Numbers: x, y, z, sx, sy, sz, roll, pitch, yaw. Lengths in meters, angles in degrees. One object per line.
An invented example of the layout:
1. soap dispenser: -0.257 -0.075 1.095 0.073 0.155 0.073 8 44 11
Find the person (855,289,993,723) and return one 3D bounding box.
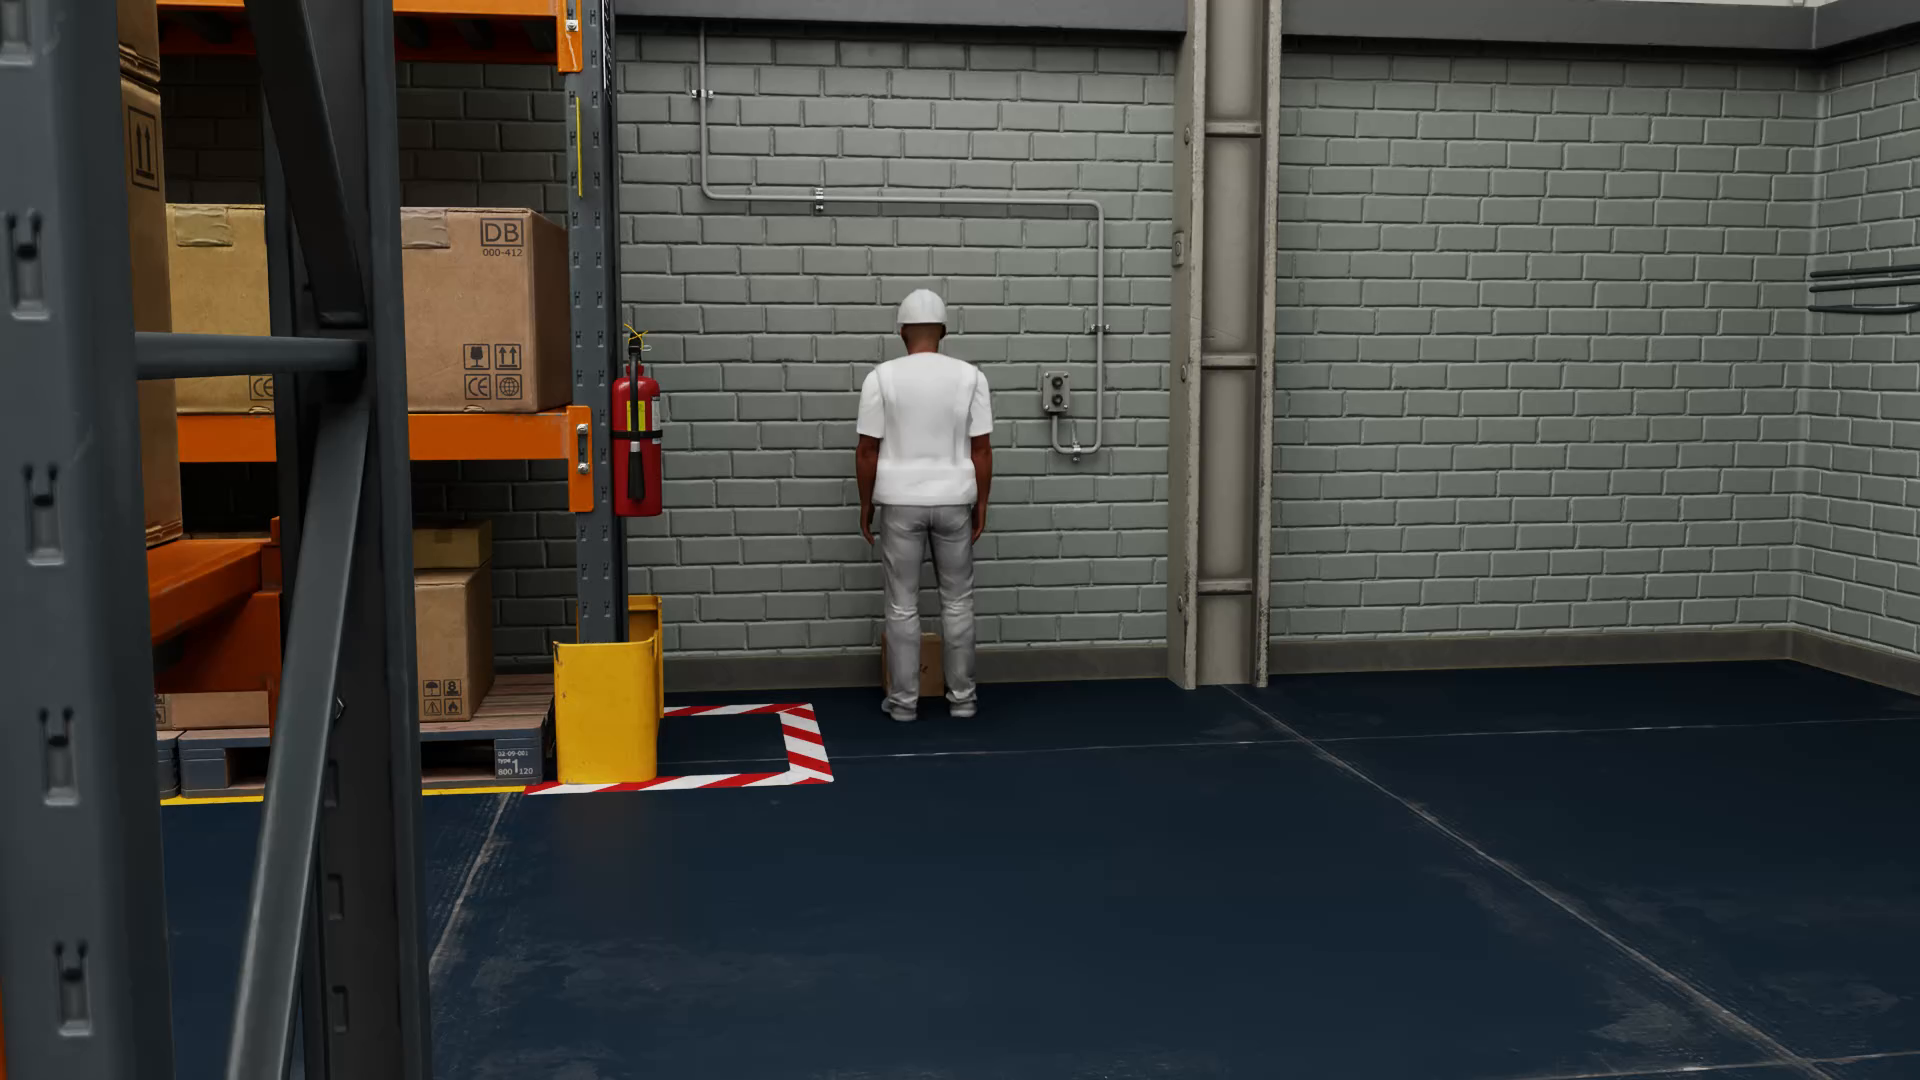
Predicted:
1. person: -0.152 -0.138 6.878 0.562 1.777 0.379 -1 6 -8
